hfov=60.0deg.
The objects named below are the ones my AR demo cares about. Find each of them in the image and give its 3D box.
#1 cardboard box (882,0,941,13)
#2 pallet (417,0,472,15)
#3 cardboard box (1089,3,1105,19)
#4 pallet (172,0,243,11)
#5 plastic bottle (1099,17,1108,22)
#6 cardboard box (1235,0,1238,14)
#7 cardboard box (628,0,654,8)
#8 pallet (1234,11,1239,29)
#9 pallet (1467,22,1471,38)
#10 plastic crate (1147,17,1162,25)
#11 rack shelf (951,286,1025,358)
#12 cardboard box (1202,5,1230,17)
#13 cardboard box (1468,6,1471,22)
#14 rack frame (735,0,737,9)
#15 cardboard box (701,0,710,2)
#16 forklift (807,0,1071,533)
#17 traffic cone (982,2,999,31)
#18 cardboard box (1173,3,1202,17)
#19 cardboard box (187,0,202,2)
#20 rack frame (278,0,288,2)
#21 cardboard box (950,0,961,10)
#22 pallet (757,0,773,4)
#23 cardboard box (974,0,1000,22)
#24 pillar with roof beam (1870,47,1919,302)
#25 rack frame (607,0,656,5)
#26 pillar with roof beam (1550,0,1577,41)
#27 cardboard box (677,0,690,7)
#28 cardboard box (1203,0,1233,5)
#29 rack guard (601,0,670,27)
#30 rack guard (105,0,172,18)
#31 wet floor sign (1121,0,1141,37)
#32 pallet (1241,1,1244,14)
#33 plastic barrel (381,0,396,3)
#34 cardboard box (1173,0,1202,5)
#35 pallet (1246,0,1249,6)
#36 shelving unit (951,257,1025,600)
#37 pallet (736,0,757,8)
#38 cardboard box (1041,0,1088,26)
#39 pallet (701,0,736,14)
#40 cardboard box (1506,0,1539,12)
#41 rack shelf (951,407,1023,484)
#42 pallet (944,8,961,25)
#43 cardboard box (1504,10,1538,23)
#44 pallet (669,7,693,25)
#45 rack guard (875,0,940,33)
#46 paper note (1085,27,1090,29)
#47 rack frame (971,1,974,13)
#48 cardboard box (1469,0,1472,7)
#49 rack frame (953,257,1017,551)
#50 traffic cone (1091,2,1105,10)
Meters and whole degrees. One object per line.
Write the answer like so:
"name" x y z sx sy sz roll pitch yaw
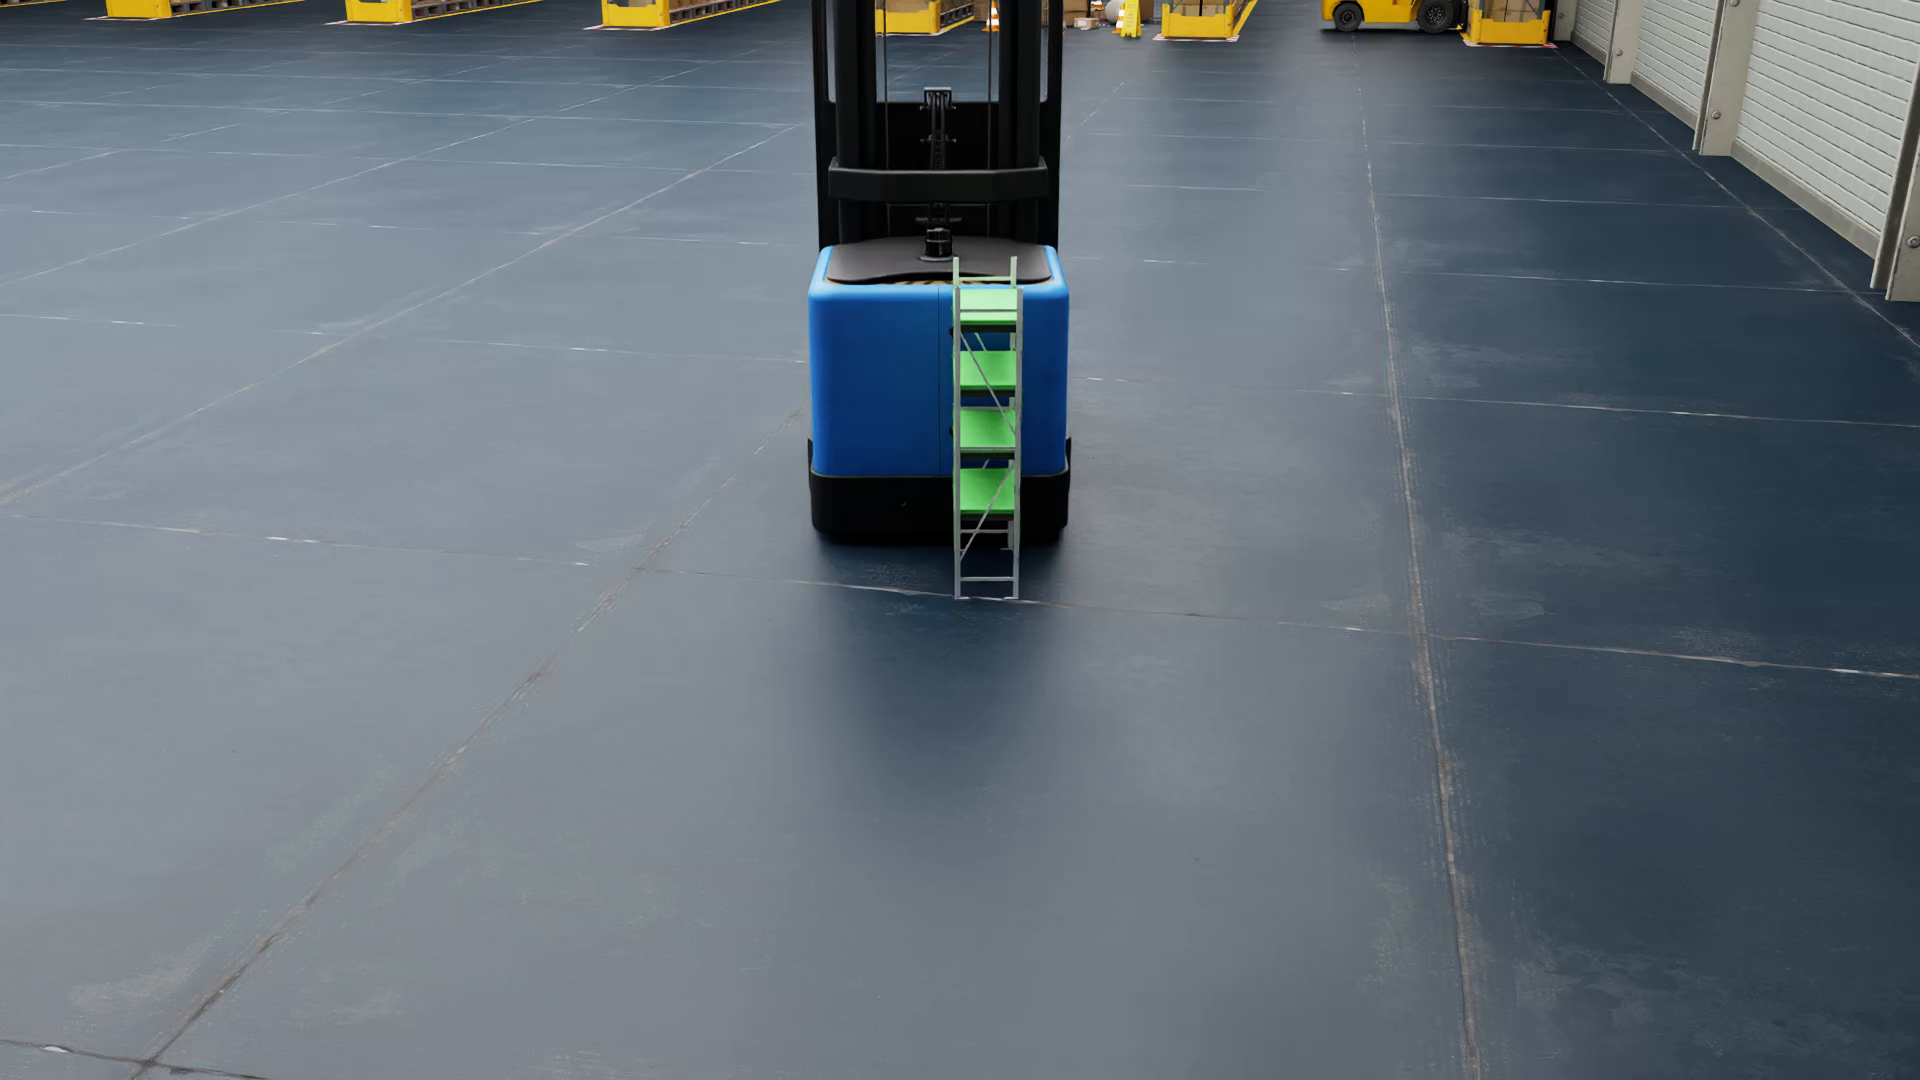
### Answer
"cardboard box" -0.859 -9.567 28.875 0.875 0.875 0.875 5 22 11
"pallet" -10.225 -10.377 32.337 1.003 0.211 1.213 4 22 11
"cardboard box" 2.483 -9.825 30.893 0.258 0.266 0.396 -11 25 -26
"pallet" -15.098 -10.711 33.165 1.003 0.211 1.213 4 22 11
"plastic bottle" 2.651 -9.535 30.448 0.133 0.061 0.283 8 23 20
"cardboard box" 4.580 -9.344 29.159 0.500 0.250 0.500 6 23 15
"cardboard box" -5.624 -9.782 29.911 0.500 0.500 0.500 9 24 21
"pallet" 4.401 -9.238 29.509 1.003 0.211 1.213 4 22 11
"pallet" 8.909 -8.377 27.370 1.003 0.211 1.213 4 22 11
"plastic crate" 3.627 -9.361 29.991 0.402 0.080 0.583 -3 22 -8
"rack shelf" 0.098 -0.809 6.142 0.258 0.148 0.480 0 22 -1
"cardboard box" 4.369 -8.958 28.199 0.500 0.250 0.500 4 22 10
"cardboard box" 8.691 -8.684 27.519 0.500 0.250 0.500 4 22 11
"rack frame" -4.951 -11.983 32.591 1.000 3.000 0.127 4 22 11
"cardboard box" -5.181 -10.665 32.103 0.500 0.500 0.500 12 25 28
"forklift" -0.101 -1.890 7.623 1.130 2.935 3.031 0 22 -1
"traffic cone" 0.566 -9.014 28.616 0.336 0.463 0.334 4 22 11
"cardboard box" 3.840 -9.009 28.325 0.500 0.250 0.500 4 22 11
"cardboard box" -15.039 -10.558 32.172 0.500 0.250 0.500 4 22 11
"rack frame" -14.648 -12.739 34.470 1.000 3.000 0.127 4 22 11
"cardboard box" -0.493 -10.222 30.502 0.875 0.875 0.875 5 22 11
"pallet" -4.547 -11.422 34.931 1.003 0.211 1.213 4 22 11
"cardboard box" 0.572 -9.763 30.423 0.500 0.500 0.500 8 23 20
"pillar with roof beam" 1.931 -6.101 9.958 9.100 9.000 0.400 4 22 11
"rack frame" -5.767 -10.520 28.959 1.000 3.000 0.127 4 22 11
"pillar with roof beam" 5.604 -12.684 26.303 9.100 9.000 0.400 4 22 11
"cardboard box" -5.389 -10.231 31.026 0.500 0.500 0.500 7 23 16
"cardboard box" 4.374 -9.314 28.080 0.500 0.500 0.500 4 22 9
"rack guard" -5.752 -9.388 29.495 1.175 0.500 0.348 4 22 11
"rack guard" -15.469 -10.108 31.283 1.175 0.500 0.348 4 22 11
"wet floor sign" 2.848 -8.684 27.553 0.267 0.644 0.232 13 25 29
"pallet" 4.908 -10.219 31.944 1.003 0.211 1.213 4 22 11
"plastic barrel" -10.557 -10.185 30.895 0.421 0.512 0.421 0 22 0
"cardboard box" 3.842 -9.345 28.155 0.500 0.500 0.500 5 22 11
"pallet" 5.406 -11.111 34.160 1.003 0.211 1.213 4 22 11
"shelving unit" 0.098 -0.423 6.298 0.258 1.200 0.503 0 22 -1
"pallet" -4.794 -10.974 33.820 1.003 0.211 1.213 4 22 11
"cardboard box" 1.814 -9.442 29.624 0.797 0.503 0.637 -11 25 -26
"pallet" -5.054 -10.441 32.496 1.003 0.211 1.213 4 22 11
"cardboard box" 9.093 -8.695 26.877 0.500 0.250 0.500 5 22 12
"rack shelf" 0.098 -0.364 6.322 0.258 0.148 0.480 0 22 -1
"pallet" -0.595 -9.555 30.295 1.003 0.211 1.213 4 22 11
"cardboard box" 9.086 -8.471 26.991 0.500 0.250 0.500 5 22 11
"pallet" -5.552 -9.549 30.280 1.003 0.211 1.213 4 22 11
"rack guard" -0.937 -8.937 28.374 1.175 0.500 0.348 4 22 11
"paper note" 2.178 -8.885 28.873 0.148 0.019 0.142 -3 22 -8
"rack frame" -0.116 -11.568 31.561 1.000 3.000 0.127 4 22 11
"cardboard box" 8.700 -8.923 27.444 0.500 0.250 0.500 4 22 10
"rack frame" 0.094 -0.514 6.524 0.240 1.200 0.015 0 22 -1
"traffic cone" 2.713 -10.793 33.033 0.336 0.463 0.334 4 22 11
